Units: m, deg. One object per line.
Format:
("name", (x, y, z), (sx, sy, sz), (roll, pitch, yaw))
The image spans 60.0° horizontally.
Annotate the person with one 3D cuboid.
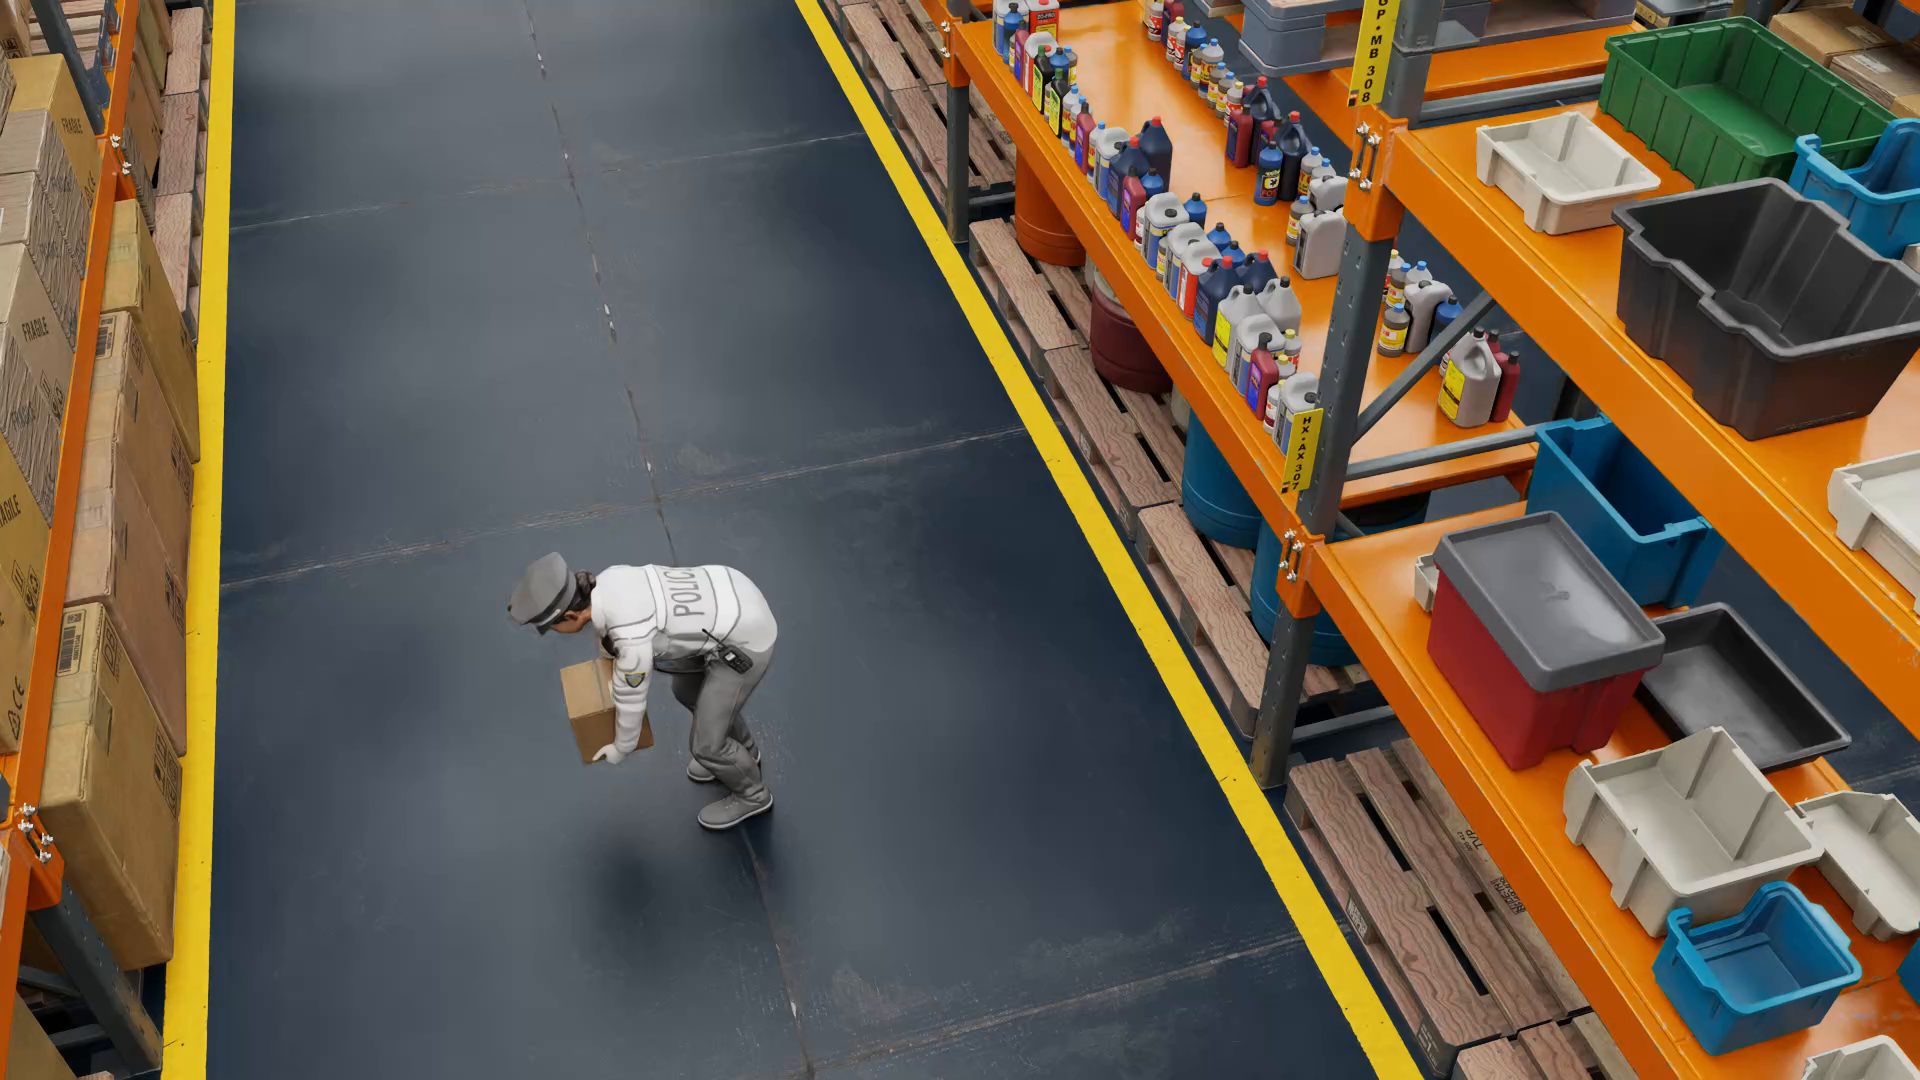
("person", (-1.062, 0.513, 5.855), (0.866, 1.326, 0.421), (-13, 44, -14))
